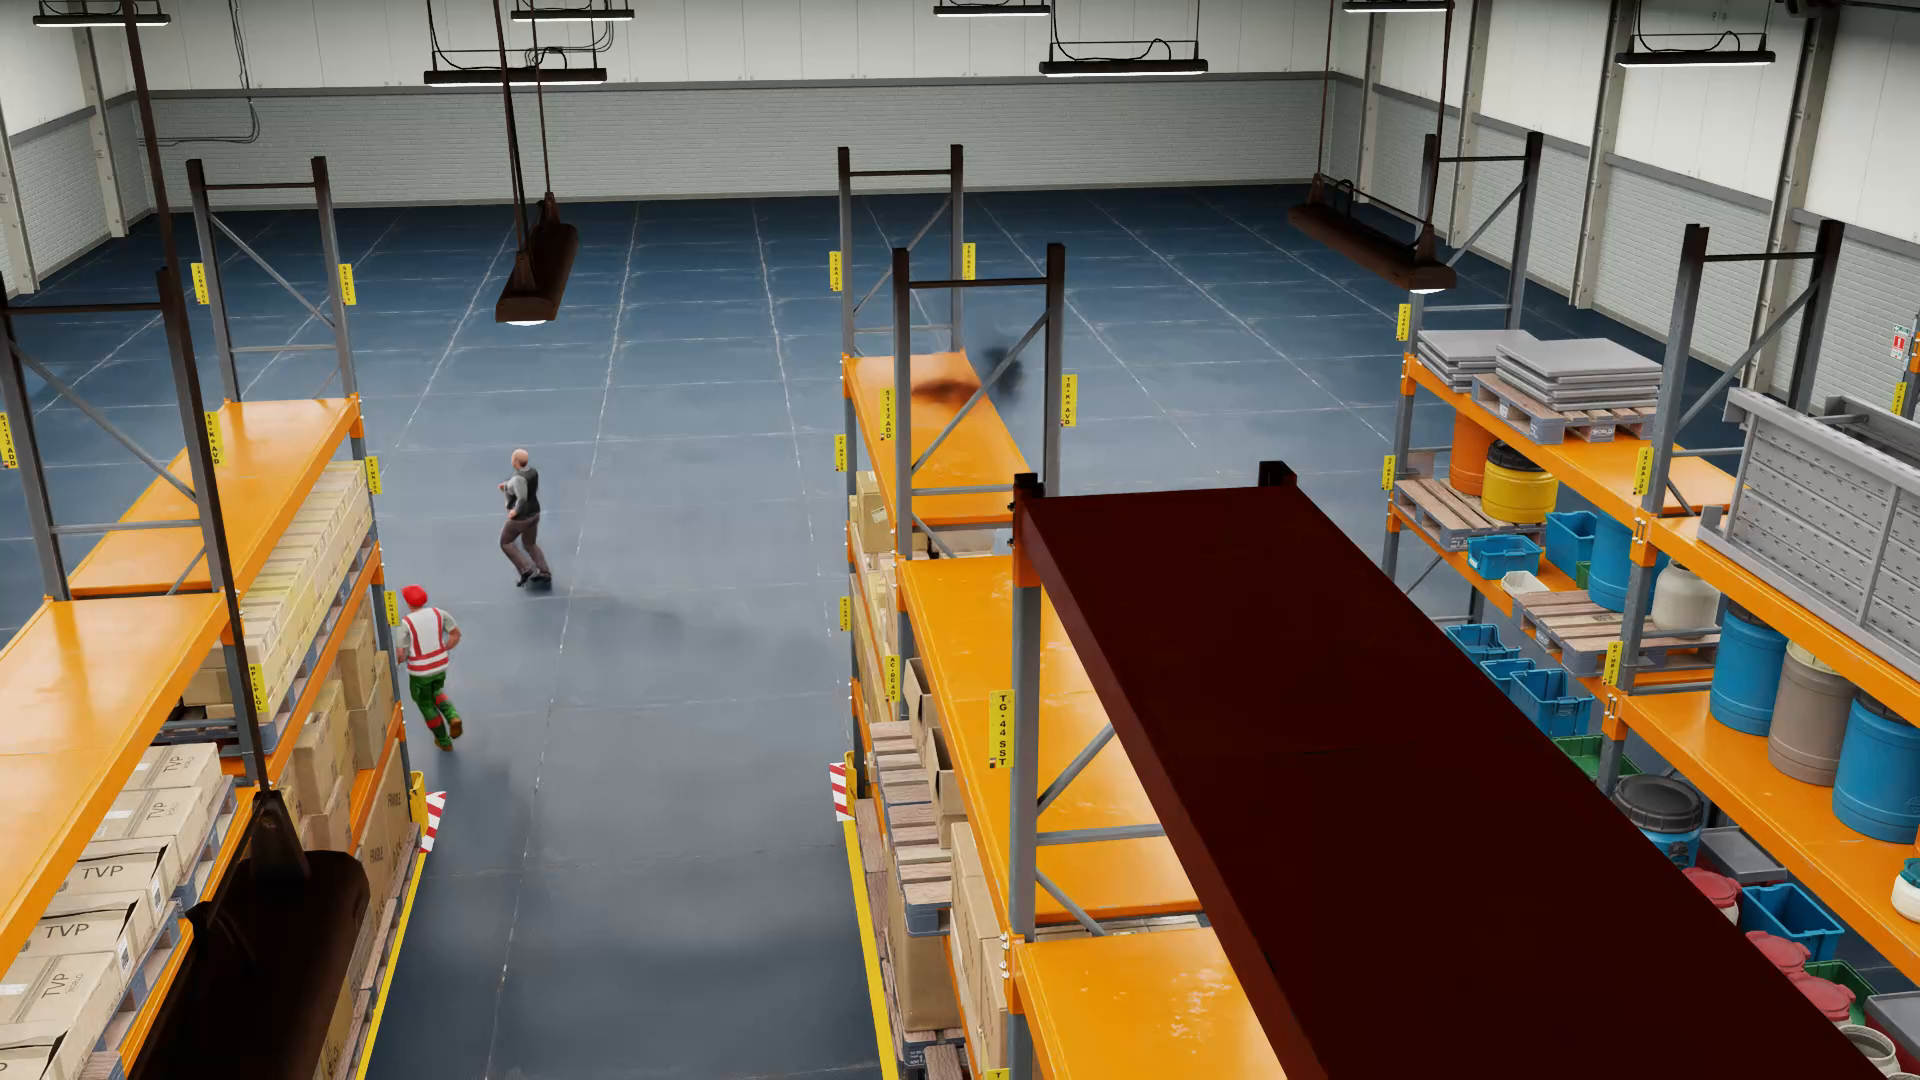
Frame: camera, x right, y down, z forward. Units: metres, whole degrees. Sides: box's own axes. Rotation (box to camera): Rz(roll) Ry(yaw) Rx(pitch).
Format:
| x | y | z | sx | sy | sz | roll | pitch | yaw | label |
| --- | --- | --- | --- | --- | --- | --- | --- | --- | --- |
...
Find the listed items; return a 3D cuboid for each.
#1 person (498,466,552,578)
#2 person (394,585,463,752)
| x | y | z | sx | sy | sz | roll | pitch | yaw | label |
| --- | --- | --- | --- | --- | --- | --- | --- | --- | --- |
| -5.251 | -0.209 | 20.019 | 0.591 | 1.388 | 0.444 | 8 | 23 | 19 | person |
| -5.190 | 1.239 | 16.195 | 0.579 | 1.733 | 0.654 | 18 | 28 | 39 | person |
